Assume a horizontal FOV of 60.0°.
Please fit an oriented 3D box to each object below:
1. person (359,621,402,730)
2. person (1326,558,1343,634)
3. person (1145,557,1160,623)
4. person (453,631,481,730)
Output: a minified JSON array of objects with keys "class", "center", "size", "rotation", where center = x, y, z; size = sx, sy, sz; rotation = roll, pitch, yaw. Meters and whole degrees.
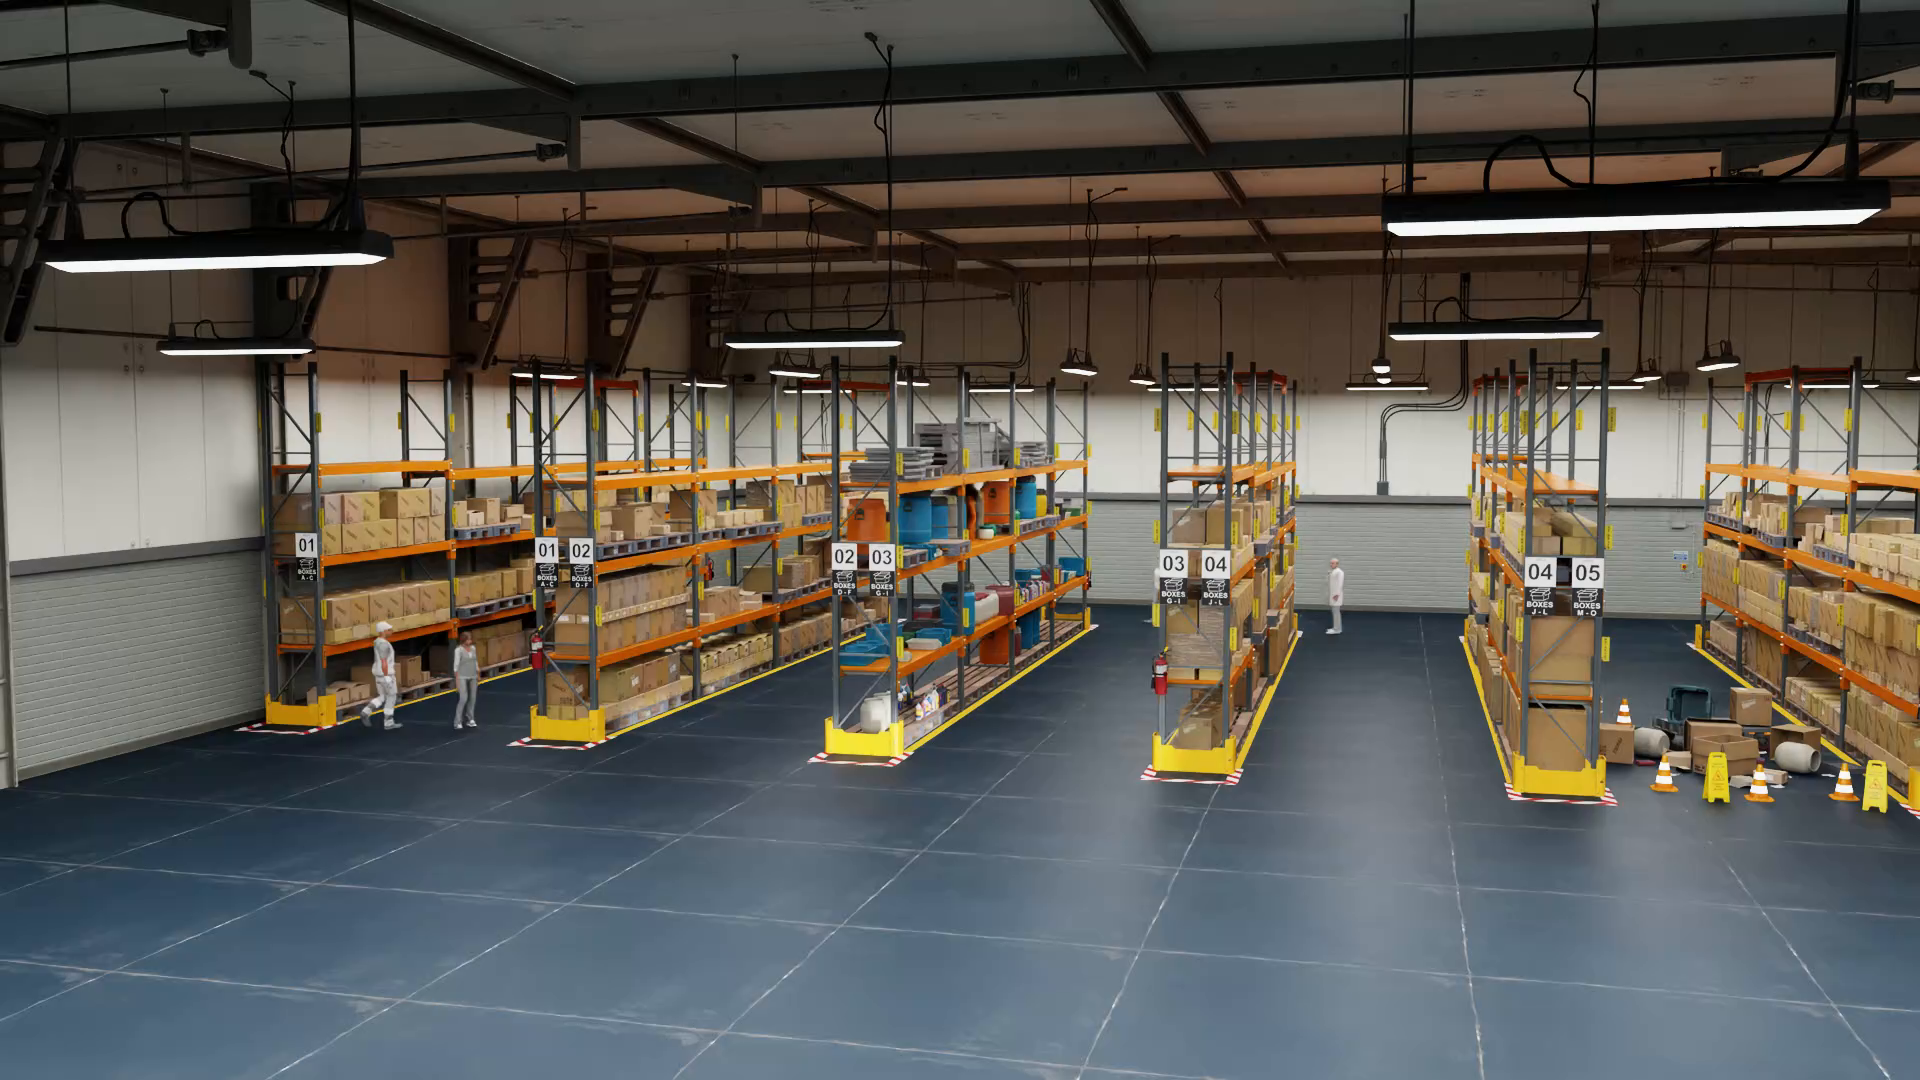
[{"class":"person","center":[-9.404,2.202,26.983],"size":[0.540,1.778,0.683],"rotation":[4,6,43]},{"class":"person","center":[8.854,1.326,39.436],"size":[0.392,1.785,0.609],"rotation":[-1,4,-8]},{"class":"person","center":[5.072,1.238,41.606],"size":[0.882,1.661,0.499],"rotation":[-2,4,-25]},{"class":"person","center":[-8.130,2.316,27.376],"size":[0.333,1.639,0.483],"rotation":[3,5,38]}]
